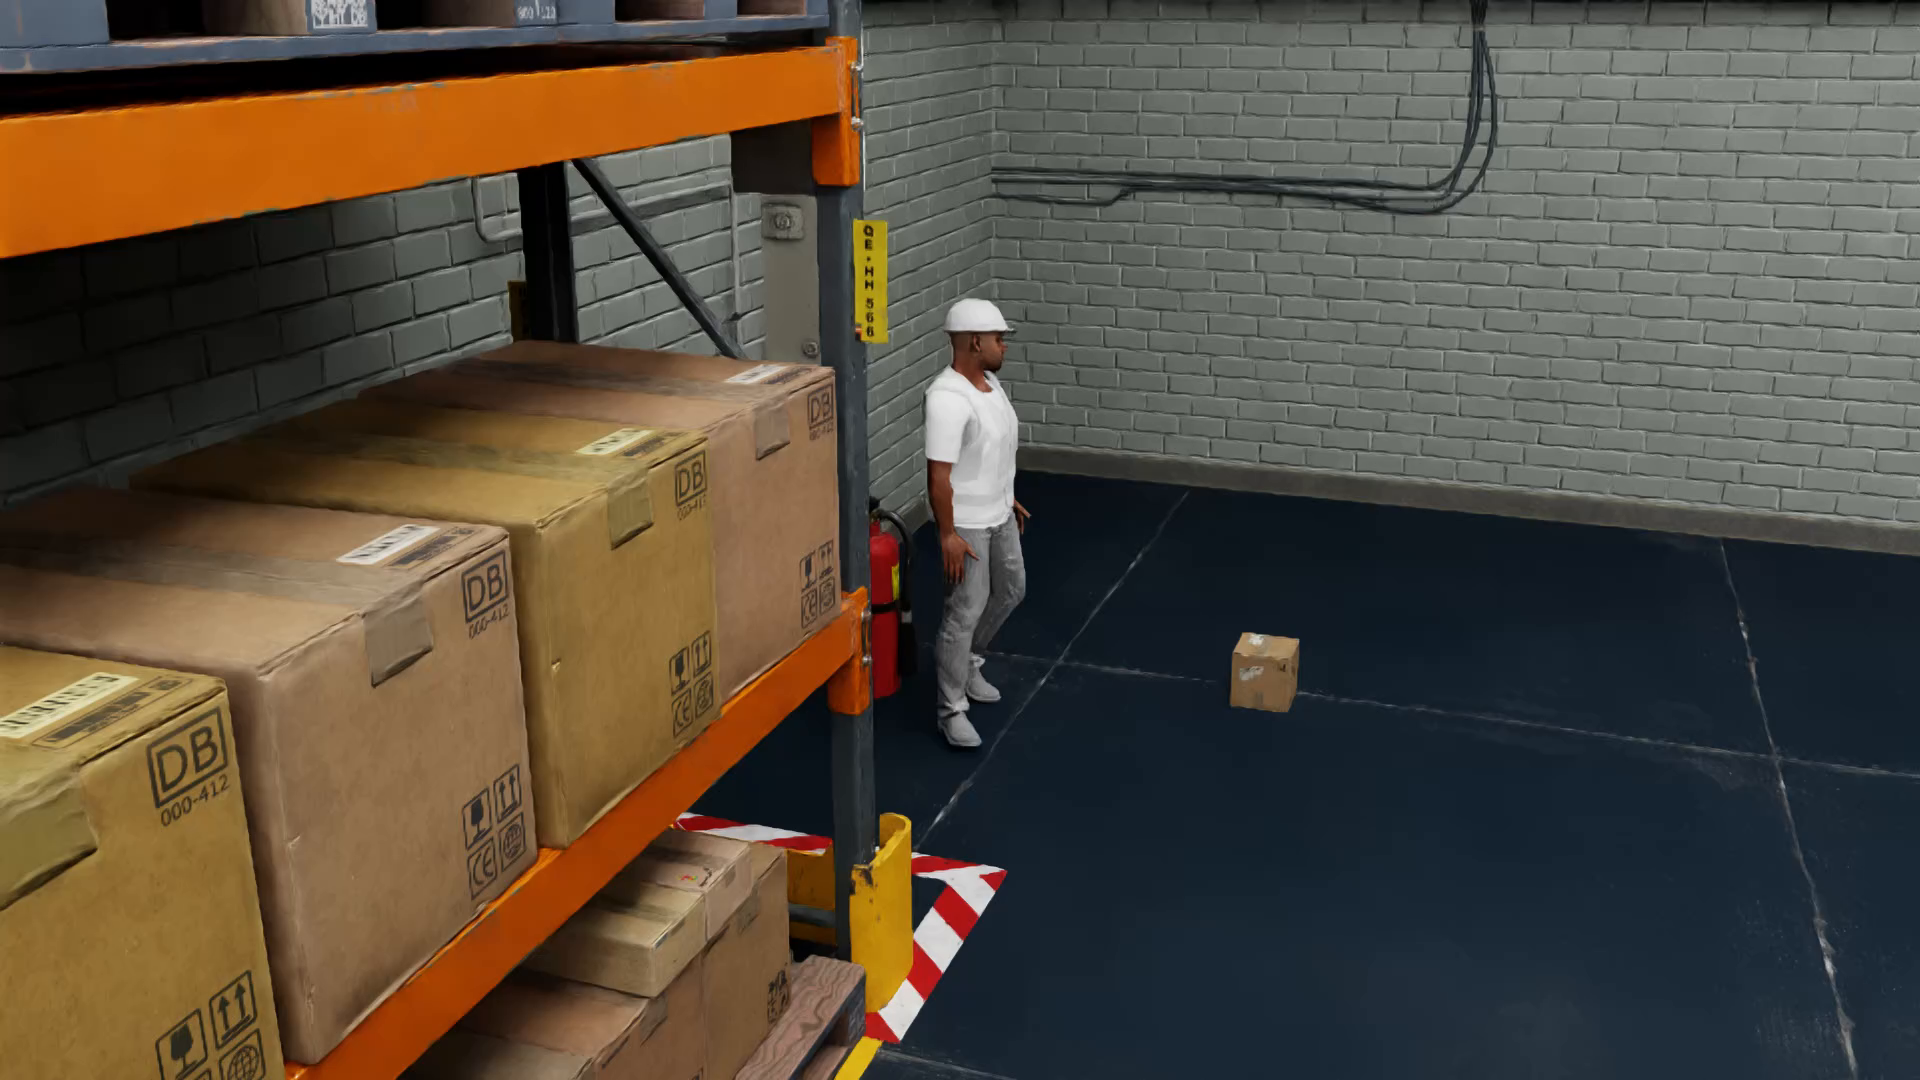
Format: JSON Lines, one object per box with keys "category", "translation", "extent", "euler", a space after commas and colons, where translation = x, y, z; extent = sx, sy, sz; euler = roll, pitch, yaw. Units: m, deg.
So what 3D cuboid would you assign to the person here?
{"category": "person", "translation": [0.044, -0.427, 6.616], "extent": [0.337, 1.059, 0.665], "euler": [7, 20, 20]}
